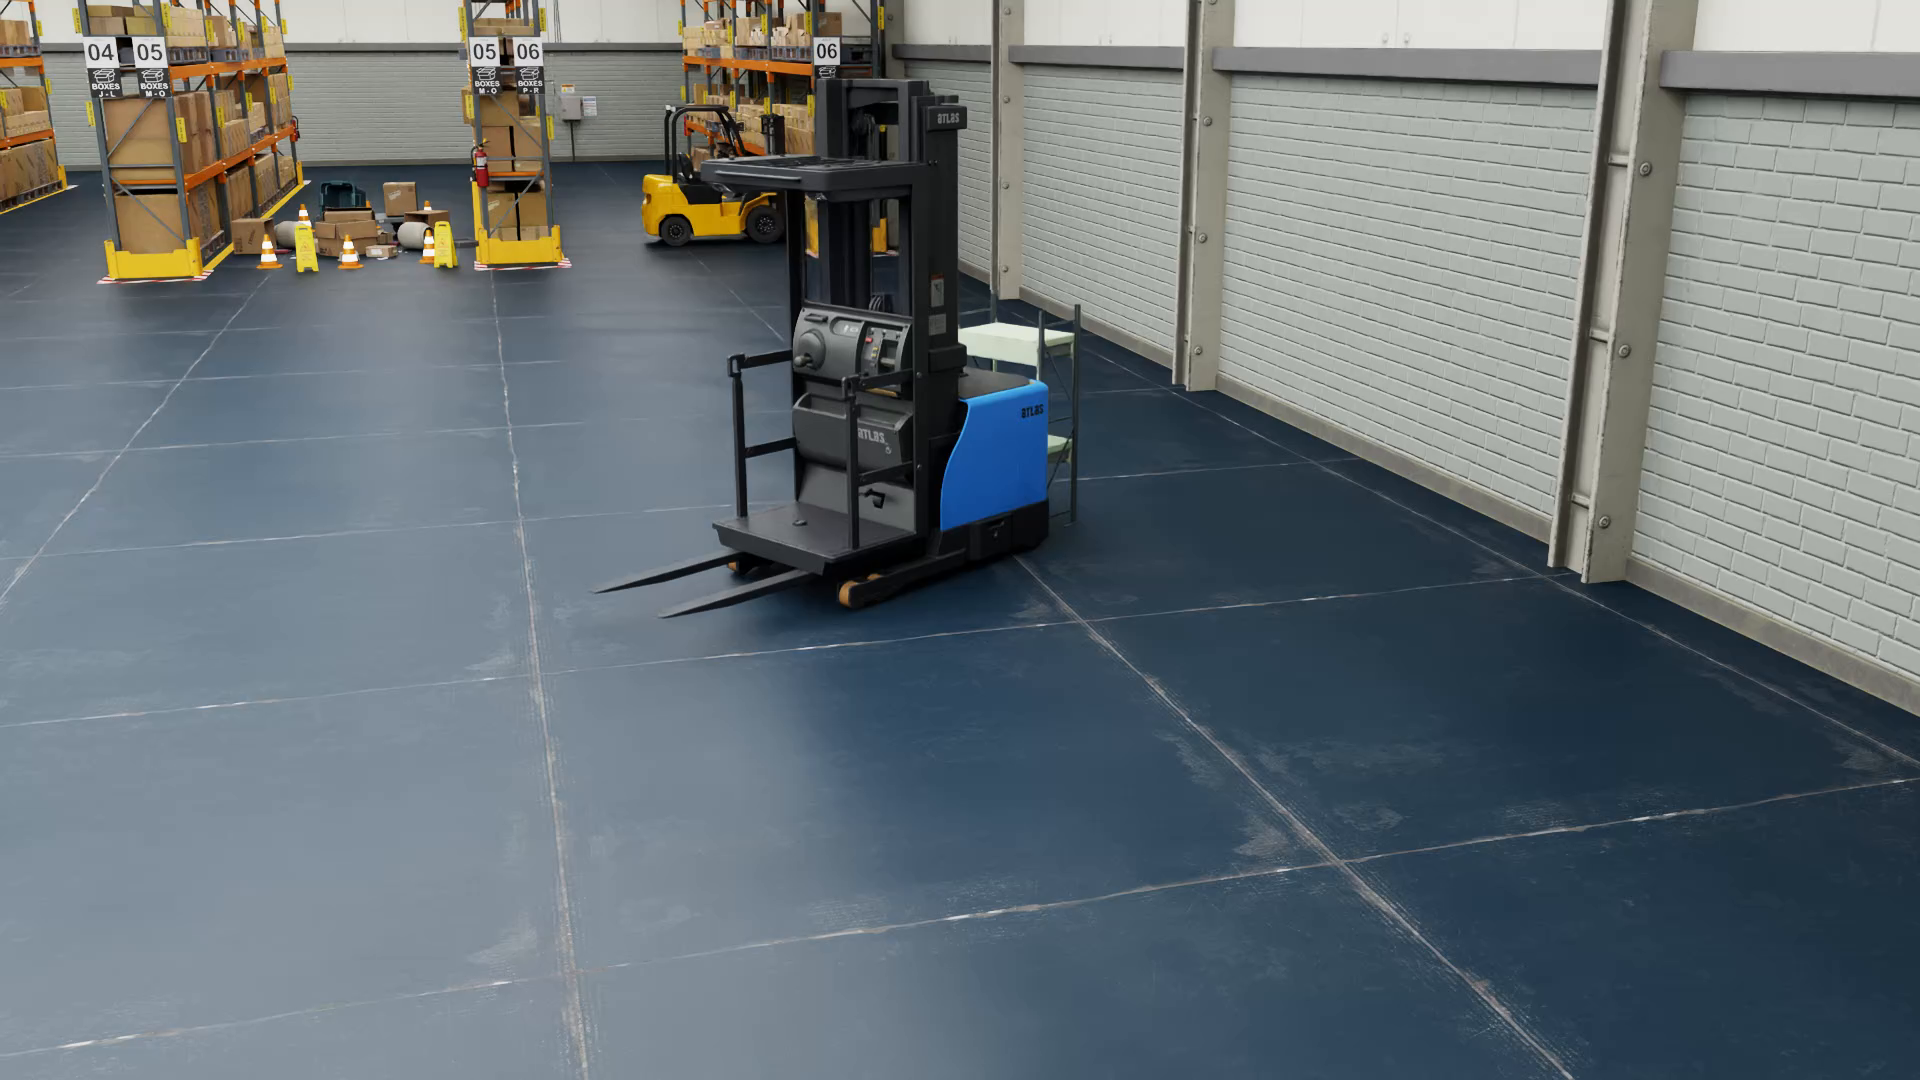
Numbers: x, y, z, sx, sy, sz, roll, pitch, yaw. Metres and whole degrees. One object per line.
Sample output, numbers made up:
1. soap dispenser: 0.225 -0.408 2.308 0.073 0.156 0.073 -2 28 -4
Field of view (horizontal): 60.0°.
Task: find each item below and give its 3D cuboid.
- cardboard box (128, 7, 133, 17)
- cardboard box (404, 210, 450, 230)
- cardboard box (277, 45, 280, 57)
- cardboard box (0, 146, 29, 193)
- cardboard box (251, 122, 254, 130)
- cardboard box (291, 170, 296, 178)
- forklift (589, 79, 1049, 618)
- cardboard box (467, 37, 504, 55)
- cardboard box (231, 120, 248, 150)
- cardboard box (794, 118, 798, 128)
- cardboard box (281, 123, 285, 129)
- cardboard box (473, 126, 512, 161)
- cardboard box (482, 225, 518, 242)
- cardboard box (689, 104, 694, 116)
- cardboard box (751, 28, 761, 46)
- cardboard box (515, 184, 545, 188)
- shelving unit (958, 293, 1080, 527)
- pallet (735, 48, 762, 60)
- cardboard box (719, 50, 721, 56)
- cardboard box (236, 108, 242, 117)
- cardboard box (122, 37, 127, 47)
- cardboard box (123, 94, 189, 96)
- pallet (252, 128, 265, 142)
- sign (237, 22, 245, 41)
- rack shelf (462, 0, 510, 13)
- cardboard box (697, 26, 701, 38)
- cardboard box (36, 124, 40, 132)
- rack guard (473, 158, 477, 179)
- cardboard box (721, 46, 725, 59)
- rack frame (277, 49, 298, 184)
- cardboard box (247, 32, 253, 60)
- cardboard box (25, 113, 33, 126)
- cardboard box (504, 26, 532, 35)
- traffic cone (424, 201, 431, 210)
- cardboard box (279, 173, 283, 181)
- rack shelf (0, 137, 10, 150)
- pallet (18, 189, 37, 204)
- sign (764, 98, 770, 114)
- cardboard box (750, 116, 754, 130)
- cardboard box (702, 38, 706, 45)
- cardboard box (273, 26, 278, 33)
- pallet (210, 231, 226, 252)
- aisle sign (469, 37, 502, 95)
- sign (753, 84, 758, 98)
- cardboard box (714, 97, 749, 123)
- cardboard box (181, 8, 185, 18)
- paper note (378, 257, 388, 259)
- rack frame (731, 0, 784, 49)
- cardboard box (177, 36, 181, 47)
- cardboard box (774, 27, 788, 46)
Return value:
1. cardboard box: -12.008 -7.507 23.661 0.380 0.149 0.250 -5 17 -16
2. cardboard box: -8.622 -5.067 26.948 0.500 0.500 0.500 7 18 23
3. cardboard box: -14.987 -10.548 35.901 0.500 0.250 0.500 -4 17 -13
4. cardboard box: -19.439 -7.469 33.566 0.875 0.875 0.875 -5 17 -15
5. cardboard box: -13.667 -7.872 31.650 0.380 0.149 0.250 -4 17 -13
6. cardboard box: -15.124 -8.211 37.298 0.380 0.149 0.250 -4 17 -14
7. forklift: -0.791 -1.165 9.735 1.130 2.935 3.031 15 22 41
8. cardboard box: -6.908 -7.188 24.198 0.500 0.250 0.500 -5 17 -16
9. cardboard box: -12.921 -7.161 29.403 0.500 0.500 0.500 -5 17 -15
10. cardboard box: -2.478 -6.739 26.873 0.380 0.149 0.250 -5 17 -15
11. cardboard box: -15.024 -9.095 36.453 0.380 0.149 0.250 -6 18 -18
12. cardboard box: -6.923 -5.879 24.620 0.500 0.500 0.500 -5 17 -16
13. cardboard box: -6.996 -4.654 25.281 0.500 0.250 0.500 -5 17 -16
14. cardboard box: -6.130 -10.164 39.320 0.500 0.250 0.500 -5 17 -15
15. cardboard box: -3.480 -9.097 30.059 0.500 0.311 0.500 -5 18 -17
16. cardboard box: -6.749 -5.339 26.259 0.500 0.500 0.500 -4 17 -14
17. shelving unit: 0.375 -0.856 11.196 0.755 1.500 0.431 15 22 40
18. pallet: -3.663 -9.333 31.921 1.213 0.211 1.003 -4 17 -13
19. cardboard box: -5.418 -10.666 36.468 0.380 0.149 0.250 -5 17 -16
20. cardboard box: -13.381 -7.864 30.592 0.380 0.149 0.250 -5 17 -15
21. cardboard box: -11.797 -6.913 23.070 0.380 0.149 0.250 -4 17 -14
22. cardboard box: -11.839 -6.283 24.517 0.875 0.550 0.500 -5 17 -15
23. pallet: -14.022 -7.807 32.061 1.003 0.211 1.213 -5 17 -15
24. sign: -12.903 -9.118 29.842 0.100 0.325 0.005 -5 17 -15
25. rack shelf: -10.356 -11.770 36.440 1.077 0.370 4.000 -5 17 -15
26. cardboard box: -5.553 -11.280 36.952 0.500 0.250 0.500 -5 17 -16
27. cardboard box: -19.738 -8.728 35.230 0.380 0.149 0.250 -5 17 -16
28. rack guard: -10.912 -8.796 39.366 1.175 0.500 0.348 -5 17 -15
29. cardboard box: -4.587 -9.932 33.849 0.500 0.250 0.500 -5 17 -15
30. rack frame: -15.637 -9.567 37.588 1.000 3.000 0.127 -5 17 -15
31. cardboard box: -13.626 -9.293 31.289 0.500 0.500 0.500 -5 17 -15
32. cardboard box: -19.620 -8.736 34.563 0.500 0.250 0.500 -5 17 -15
33. cardboard box: -6.410 -7.373 24.121 0.380 0.149 0.250 -5 17 -16
34. traffic cone: -9.295 -5.685 29.072 0.336 0.463 0.334 -5 17 -15
35. cardboard box: -14.330 -7.565 34.629 0.380 0.149 0.250 -4 17 -13
36. rack shelf: -18.785 -7.199 30.954 1.077 0.370 4.000 -5 17 -15
37. pallet: -19.469 -6.978 33.814 1.003 0.211 1.213 -5 17 -15
38. sign: -3.355 -7.532 28.937 0.100 0.325 0.005 -5 17 -15
39. cardboard box: -3.621 -7.769 30.992 0.500 0.250 0.500 -4 17 -14
40. cardboard box: -5.297 -10.650 35.513 0.380 0.149 0.250 -5 17 -15
41. cardboard box: -15.042 -11.082 36.116 0.380 0.149 0.250 -4 17 -14
42. pallet: -12.206 -4.696 26.218 1.003 0.211 1.213 -5 17 -15
43. aisle sign: -6.770 -6.766 23.743 0.394 0.787 0.004 -5 17 -15
44. sign: -4.502 -9.873 36.593 0.100 0.325 0.005 -5 17 -15
45. cardboard box: -4.759 -9.011 34.832 0.700 0.500 0.500 -5 17 -16
46. cardboard box: -11.445 -7.629 24.067 0.380 0.149 0.250 -4 17 -14
47. paper note: -8.682 -4.243 25.024 0.148 0.019 0.142 -12 20 -34
48. rack frame: -3.936 -11.040 32.064 1.000 3.000 0.127 -5 17 -15
49. cardboard box: -11.235 -7.037 23.483 0.380 0.149 0.250 -5 17 -15
50. cardboard box: -2.842 -8.454 27.920 0.500 0.311 0.500 -4 17 -14
